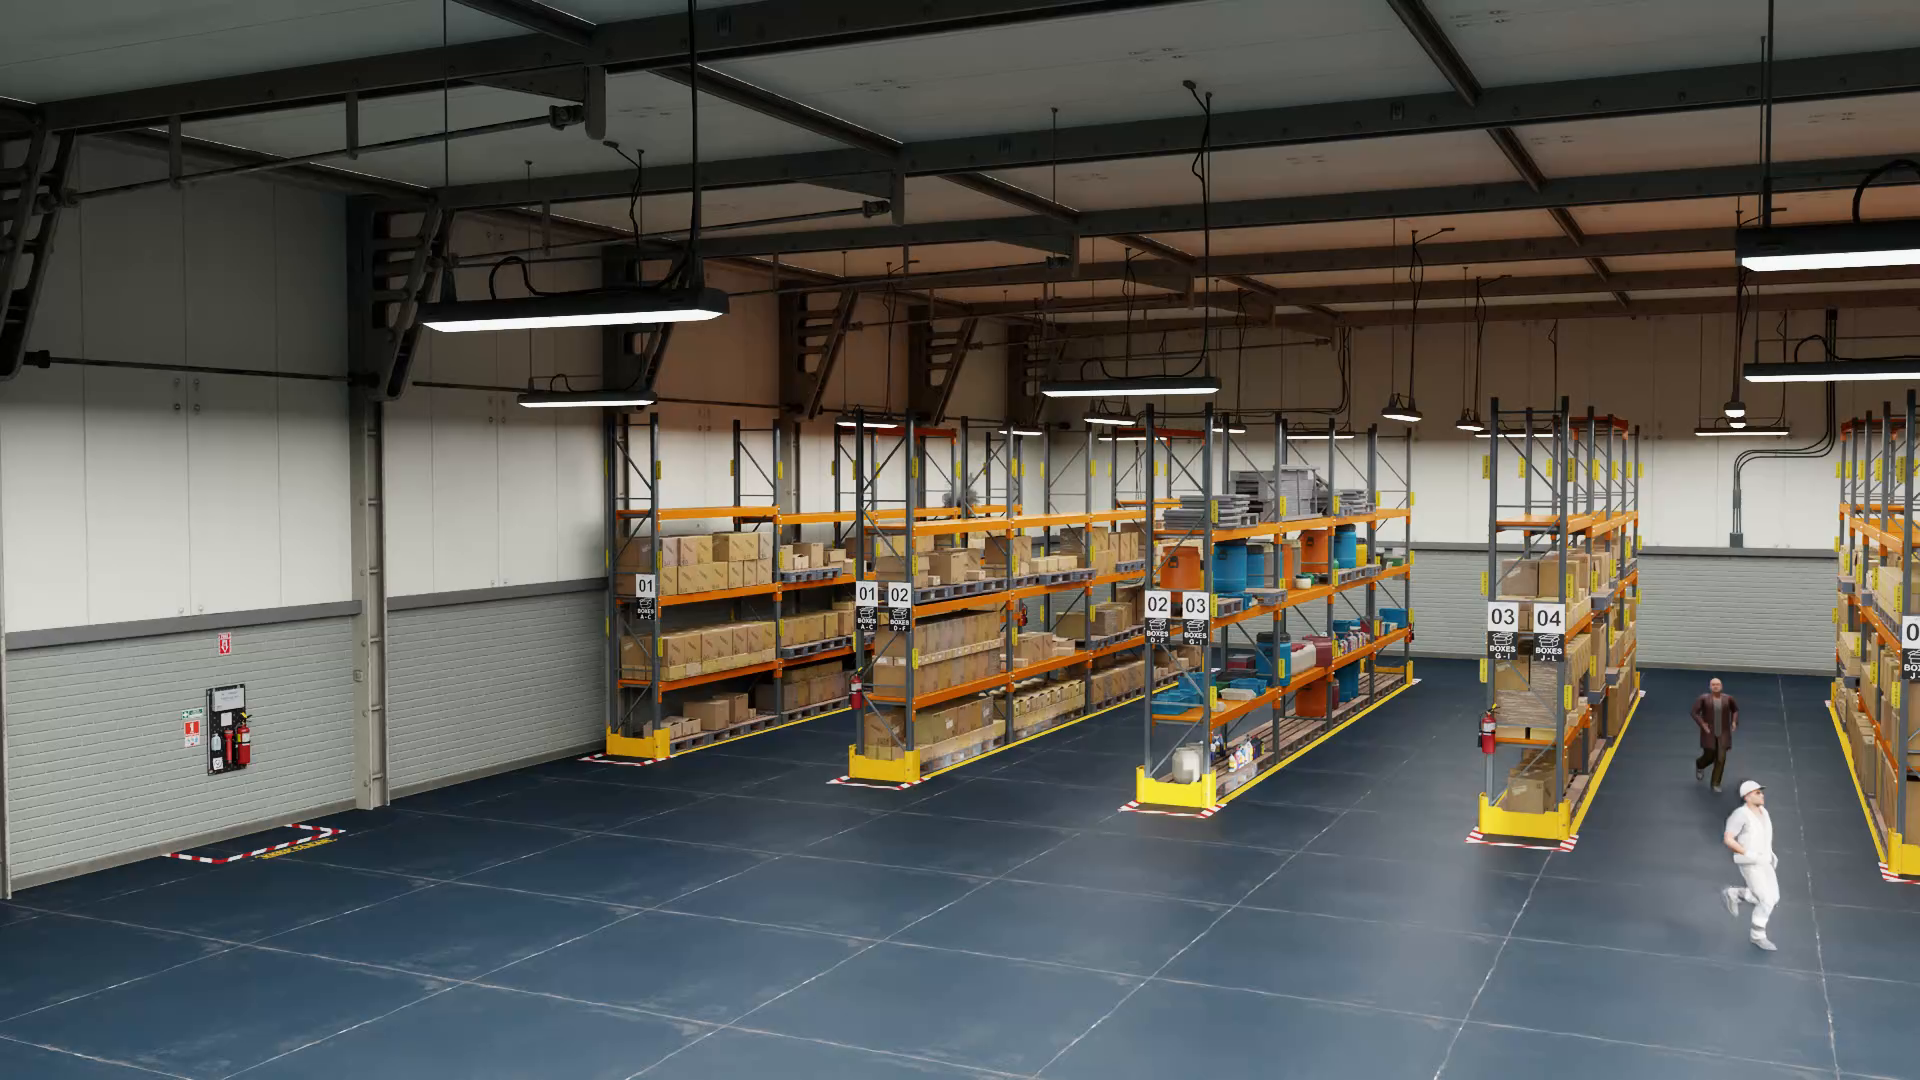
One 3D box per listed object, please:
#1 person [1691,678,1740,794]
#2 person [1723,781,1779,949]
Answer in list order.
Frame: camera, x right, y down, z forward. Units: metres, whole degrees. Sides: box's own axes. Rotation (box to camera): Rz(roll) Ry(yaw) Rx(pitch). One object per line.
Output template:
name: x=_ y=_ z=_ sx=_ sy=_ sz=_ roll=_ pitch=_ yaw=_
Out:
person: x=11.840 y=3.059 z=26.065 sx=0.717 sy=1.730 sz=0.826 roll=1 pitch=2 yaw=14
person: x=8.350 y=3.404 z=17.611 sx=0.676 sy=1.725 sz=0.675 roll=-2 pitch=3 yaw=-33
